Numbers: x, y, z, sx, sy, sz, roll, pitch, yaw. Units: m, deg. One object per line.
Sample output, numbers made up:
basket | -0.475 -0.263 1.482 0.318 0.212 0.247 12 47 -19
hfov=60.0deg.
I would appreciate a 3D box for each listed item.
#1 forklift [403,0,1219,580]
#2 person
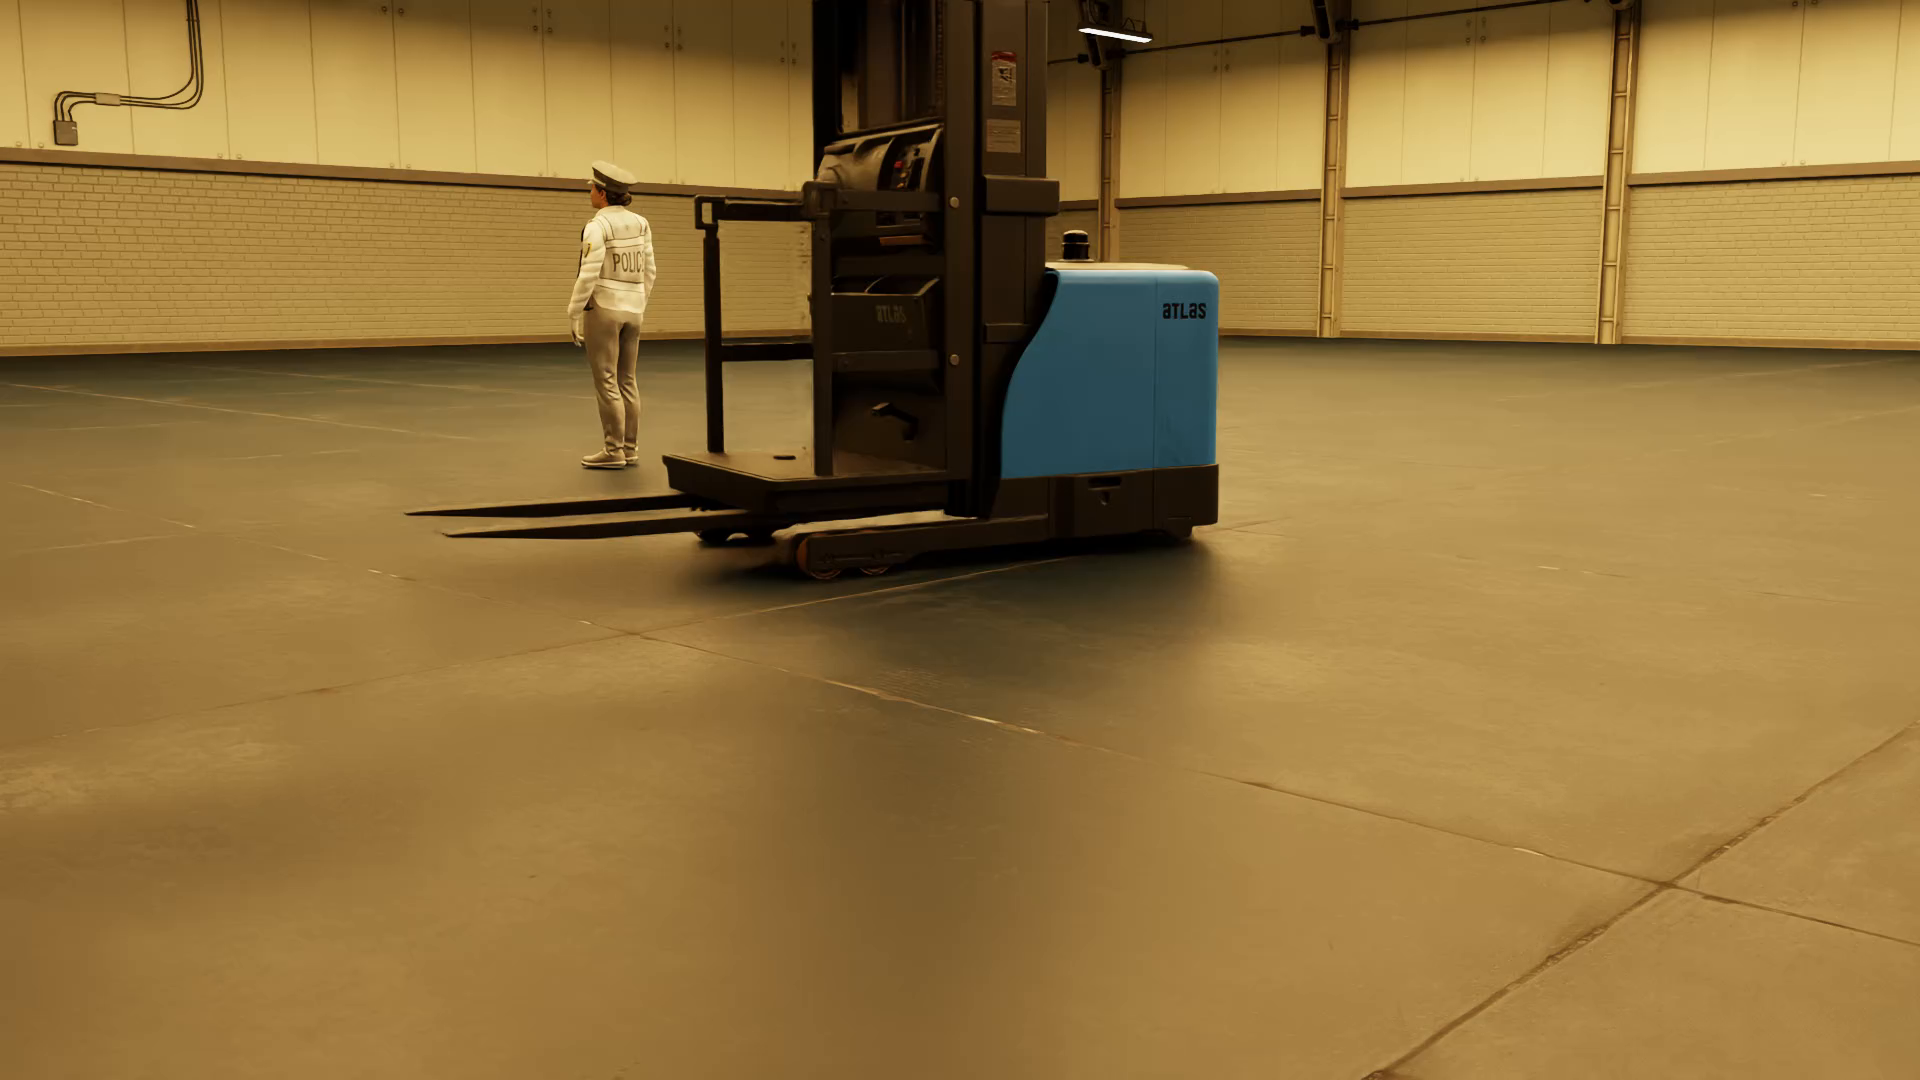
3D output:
forklift | -0.495 -1.399 6.165 3.031 2.935 1.130 -5 10 -30
person | -1.994 -1.254 9.308 0.531 1.694 0.587 5 10 32
